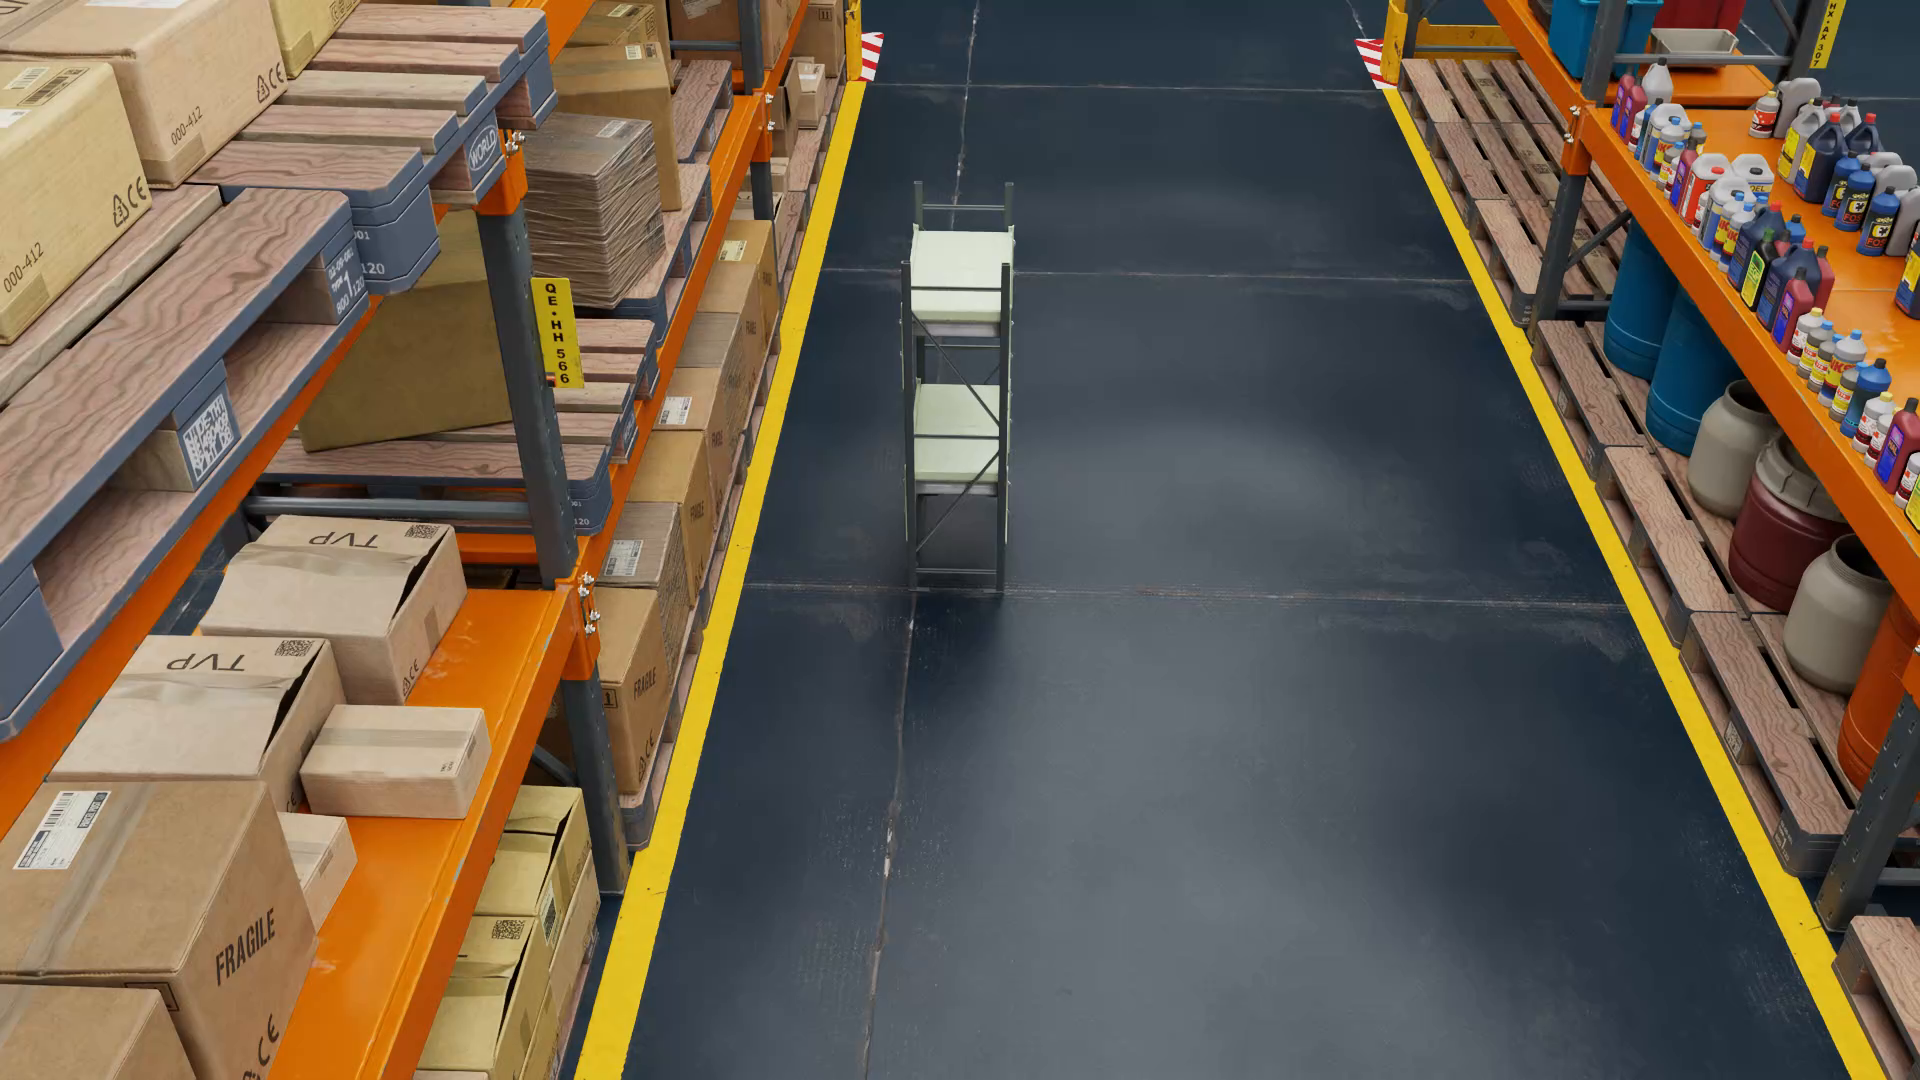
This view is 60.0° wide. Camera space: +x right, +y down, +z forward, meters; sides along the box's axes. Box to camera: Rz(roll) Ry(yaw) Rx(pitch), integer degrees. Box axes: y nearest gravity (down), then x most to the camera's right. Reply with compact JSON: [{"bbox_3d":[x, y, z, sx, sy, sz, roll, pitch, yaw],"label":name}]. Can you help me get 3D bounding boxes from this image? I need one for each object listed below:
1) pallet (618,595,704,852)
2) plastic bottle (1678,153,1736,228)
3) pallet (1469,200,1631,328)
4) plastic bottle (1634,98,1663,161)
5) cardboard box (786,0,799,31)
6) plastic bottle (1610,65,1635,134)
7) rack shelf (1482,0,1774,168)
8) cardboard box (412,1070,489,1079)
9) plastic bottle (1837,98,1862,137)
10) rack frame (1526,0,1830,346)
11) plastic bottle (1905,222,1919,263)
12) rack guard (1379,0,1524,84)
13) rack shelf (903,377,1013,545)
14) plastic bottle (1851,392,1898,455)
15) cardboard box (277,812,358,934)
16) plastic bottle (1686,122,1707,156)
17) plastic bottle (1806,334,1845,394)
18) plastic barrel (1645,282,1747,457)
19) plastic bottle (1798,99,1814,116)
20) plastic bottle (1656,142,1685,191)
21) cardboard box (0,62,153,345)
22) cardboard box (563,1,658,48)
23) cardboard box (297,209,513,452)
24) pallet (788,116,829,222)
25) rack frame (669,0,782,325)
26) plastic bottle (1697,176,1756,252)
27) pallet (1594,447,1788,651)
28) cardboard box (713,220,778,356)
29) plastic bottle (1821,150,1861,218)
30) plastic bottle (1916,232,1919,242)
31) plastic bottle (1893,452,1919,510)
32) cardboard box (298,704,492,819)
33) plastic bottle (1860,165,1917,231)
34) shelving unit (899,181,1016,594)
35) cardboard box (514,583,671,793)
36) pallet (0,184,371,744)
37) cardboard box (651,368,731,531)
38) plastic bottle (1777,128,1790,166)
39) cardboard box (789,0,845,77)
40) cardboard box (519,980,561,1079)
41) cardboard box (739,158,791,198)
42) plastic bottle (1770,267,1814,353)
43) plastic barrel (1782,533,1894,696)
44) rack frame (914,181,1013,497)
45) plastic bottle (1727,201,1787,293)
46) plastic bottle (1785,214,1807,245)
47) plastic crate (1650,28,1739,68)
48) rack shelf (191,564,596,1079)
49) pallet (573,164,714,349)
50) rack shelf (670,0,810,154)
[{"bbox_3d":[-1.553,0.630,6.170,1.003,0.211,1.213,1,35,2],"label":"pallet"},{"bbox_3d":[3.053,-1.425,6.776,0.152,0.276,0.135,1,35,2],"label":"plastic bottle"},{"bbox_3d":[3.480,-1.547,9.268,1.003,0.211,1.213,1,35,2],"label":"pallet"},{"bbox_3d":[3.053,-1.812,7.331,0.097,0.271,0.097,0,35,0],"label":"plastic bottle"},{"bbox_3d":[-1.150,-3.003,8.827,0.500,0.500,0.500,2,35,3],"label":"cardboard box"},{"bbox_3d":[3.048,-2.016,7.611,0.061,0.283,0.133,1,35,2],"label":"plastic bottle"},{"bbox_3d":[3.570,-3.119,9.705,1.077,0.370,4.000,1,35,2],"label":"rack shelf"},{"bbox_3d":[-1.433,1.536,3.994,0.500,0.311,0.500,1,35,2],"label":"cardboard box"},{"bbox_3d":[3.779,-1.709,7.116,0.144,0.351,0.185,1,35,2],"label":"plastic bottle"},{"bbox_3d":[3.489,-2.265,7.864,1.000,3.000,0.127,1,35,2],"label":"rack frame"},{"bbox_3d":[3.770,-1.172,6.482,0.097,0.201,0.097,0,35,0],"label":"plastic bottle"},{"bbox_3d":[3.638,-3.554,11.872,1.175,0.500,0.348,1,35,2],"label":"rack guard"},{"bbox_3d":[0.000,-0.343,7.001,0.431,0.370,0.720,1,35,2],"label":"rack shelf"},{"bbox_3d":[2.955,-0.382,5.357,0.097,0.201,0.097,0,35,0],"label":"plastic bottle"},{"bbox_3d":[-1.615,0.754,3.787,0.380,0.149,0.250,4,35,5],"label":"cardboard box"},{"bbox_3d":[3.201,-1.724,7.267,0.097,0.201,0.097,0,35,0],"label":"plastic bottle"},{"bbox_3d":[2.970,-0.606,5.676,0.097,0.201,0.097,0,35,0],"label":"plastic bottle"},{"bbox_3d":[3.422,-0.859,7.323,0.600,0.901,0.708,1,35,2],"label":"plastic barrel"},{"bbox_3d":[3.819,-1.882,7.492,0.097,0.201,0.097,0,35,0],"label":"plastic bottle"},{"bbox_3d":[3.040,-1.594,7.082,0.097,0.201,0.097,0,35,0],"label":"plastic bottle"},{"bbox_3d":[-1.620,-0.529,2.550,0.500,0.250,0.500,1,35,1],"label":"cardboard box"},{"bbox_3d":[-1.667,-1.930,6.936,0.700,0.500,0.500,7,36,9],"label":"cardboard box"},{"bbox_3d":[-1.708,-0.660,5.128,0.700,0.500,0.500,-10,36,-14],"label":"cardboard box"},{"bbox_3d":[-1.385,-2.337,10.393,1.003,0.211,1.213,1,35,2],"label":"pallet"},{"bbox_3d":[-1.460,-2.381,8.029,1.000,3.000,0.127,1,35,2],"label":"rack frame"},{"bbox_3d":[3.044,-1.291,6.587,0.152,0.276,0.135,1,35,2],"label":"plastic bottle"},{"bbox_3d":[3.370,0.021,7.036,1.003,0.211,1.213,1,35,2],"label":"pallet"},{"bbox_3d":[-1.193,-1.248,8.209,0.500,0.500,0.500,1,35,2],"label":"cardboard box"},{"bbox_3d":[3.636,-1.471,6.846,0.097,0.271,0.097,0,35,0],"label":"plastic bottle"},{"bbox_3d":[3.703,-1.125,6.354,0.097,0.271,0.097,0,35,0],"label":"plastic bottle"},{"bbox_3d":[2.942,-0.193,5.089,0.097,0.201,0.097,0,35,0],"label":"plastic bottle"},{"bbox_3d":[-1.381,0.543,4.087,0.380,0.149,0.250,1,35,2],"label":"cardboard box"},{"bbox_3d":[3.756,-1.403,6.745,0.152,0.276,0.135,1,35,2],"label":"plastic bottle"},{"bbox_3d":[0.000,-0.610,6.813,0.431,1.500,0.755,1,35,2],"label":"shelving unit"},{"bbox_3d":[-1.317,0.505,5.714,0.500,0.500,0.500,3,35,4],"label":"cardboard box"},{"bbox_3d":[-1.600,-0.198,2.479,1.003,0.211,1.213,3,35,4],"label":"pallet"},{"bbox_3d":[-1.260,-0.384,6.979,0.500,0.500,0.500,0,35,0],"label":"cardboard box"},{"bbox_3d":[3.656,-1.732,7.278,0.097,0.201,0.097,0,35,0],"label":"plastic bottle"},{"bbox_3d":[-1.075,-3.519,11.439,0.500,0.500,0.500,1,35,2],"label":"cardboard box"},{"bbox_3d":[-1.415,1.474,4.570,0.500,0.250,0.500,1,35,1],"label":"cardboard box"},{"bbox_3d":[-1.202,-2.135,9.761,0.380,0.166,0.250,1,35,2],"label":"cardboard box"},{"bbox_3d":[2.965,-0.818,5.906,0.061,0.283,0.133,1,35,2],"label":"plastic bottle"},{"bbox_3d":[3.265,0.272,6.053,0.421,0.512,0.421,0,35,0],"label":"plastic barrel"},{"bbox_3d":[0.014,-0.820,7.112,0.400,1.500,0.023,1,35,2],"label":"rack frame"},{"bbox_3d":[3.025,-1.119,6.276,0.144,0.351,0.185,1,35,2],"label":"plastic bottle"},{"bbox_3d":[3.148,-1.108,6.330,0.097,0.271,0.097,0,35,0],"label":"plastic bottle"},{"bbox_3d":[3.651,-2.445,8.298,0.396,0.136,0.243,1,35,2],"label":"plastic crate"},{"bbox_3d":[-1.701,1.360,3.331,1.077,0.370,4.000,1,35,2],"label":"rack shelf"},{"bbox_3d":[-1.547,-1.122,6.405,1.003,0.211,1.213,1,35,2],"label":"pallet"},{"bbox_3d":[-1.379,-3.236,9.871,1.077,0.370,4.000,1,35,2],"label":"rack shelf"}]
